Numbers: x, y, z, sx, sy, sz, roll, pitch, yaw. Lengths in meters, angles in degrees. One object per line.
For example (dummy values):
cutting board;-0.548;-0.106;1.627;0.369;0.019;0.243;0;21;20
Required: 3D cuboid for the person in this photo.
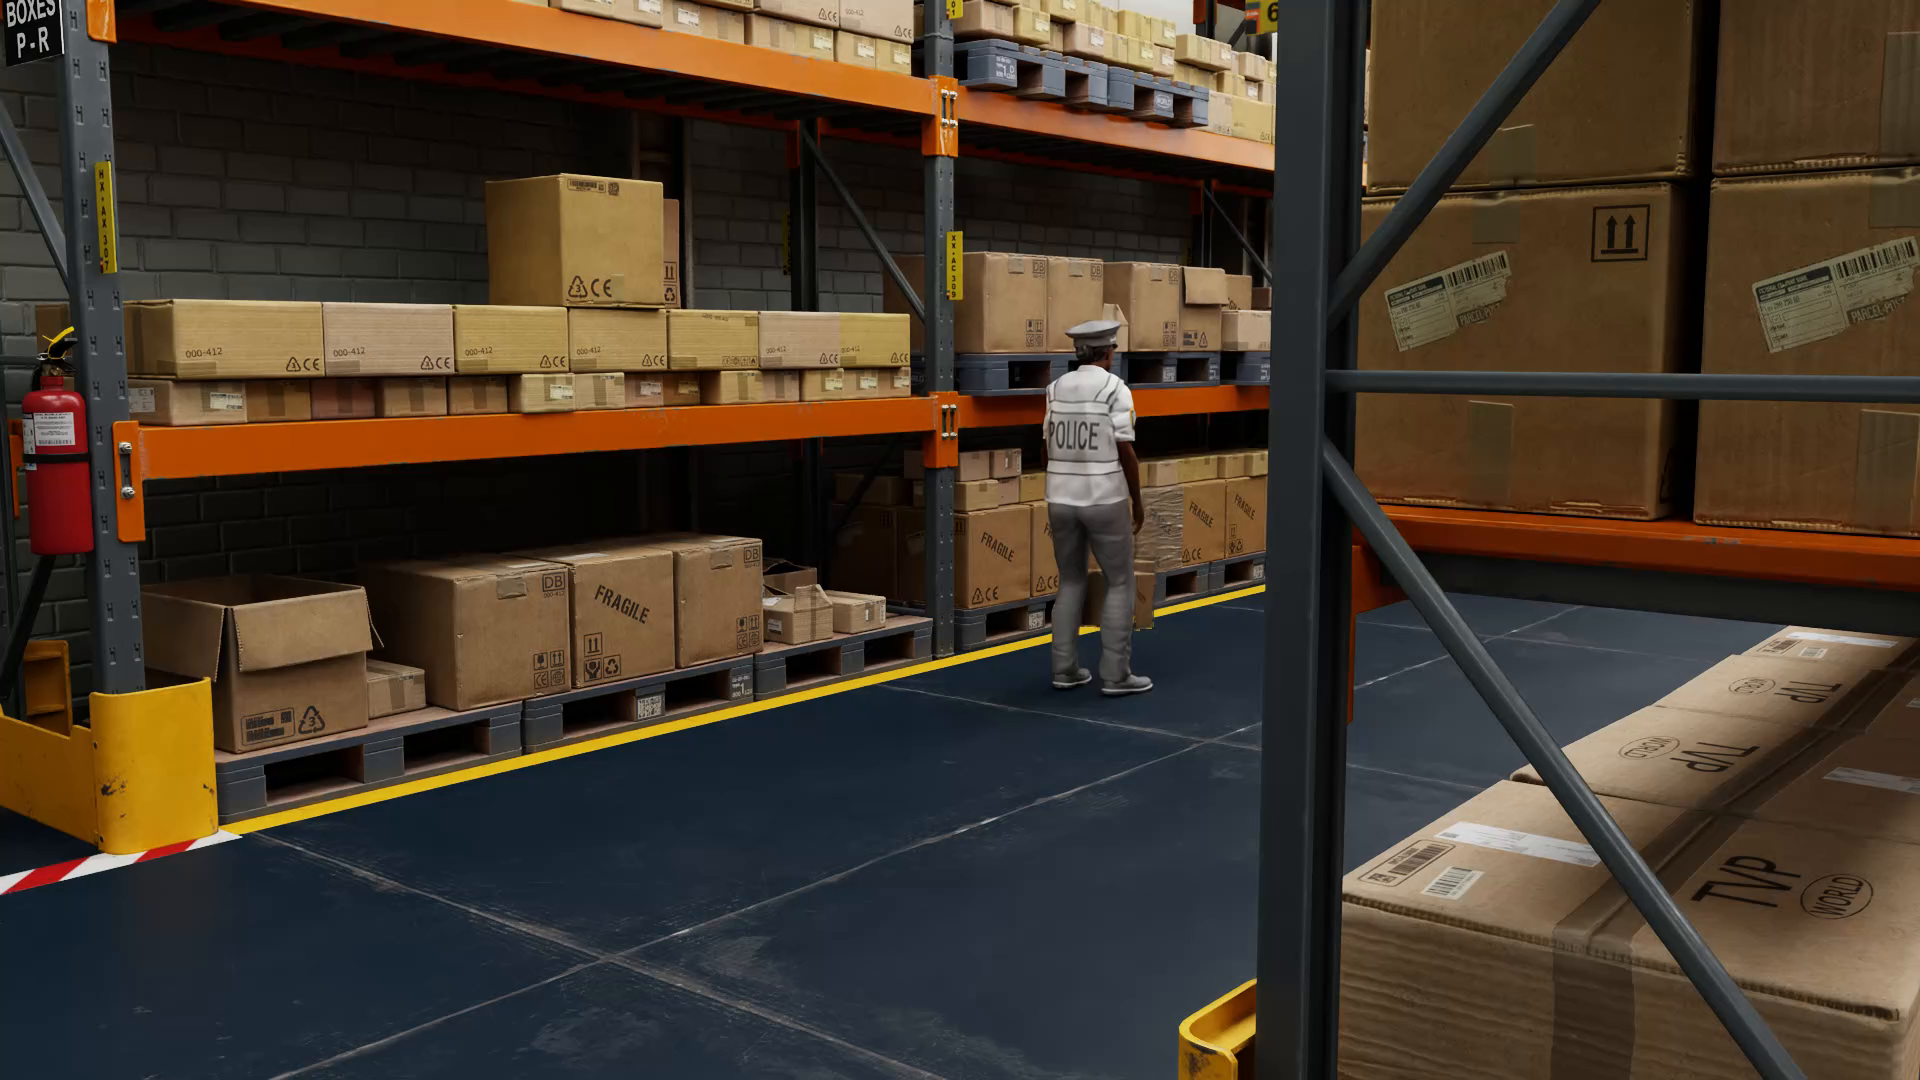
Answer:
person;0.593;-0.148;7.452;0.497;1.667;0.372;5;8;34
